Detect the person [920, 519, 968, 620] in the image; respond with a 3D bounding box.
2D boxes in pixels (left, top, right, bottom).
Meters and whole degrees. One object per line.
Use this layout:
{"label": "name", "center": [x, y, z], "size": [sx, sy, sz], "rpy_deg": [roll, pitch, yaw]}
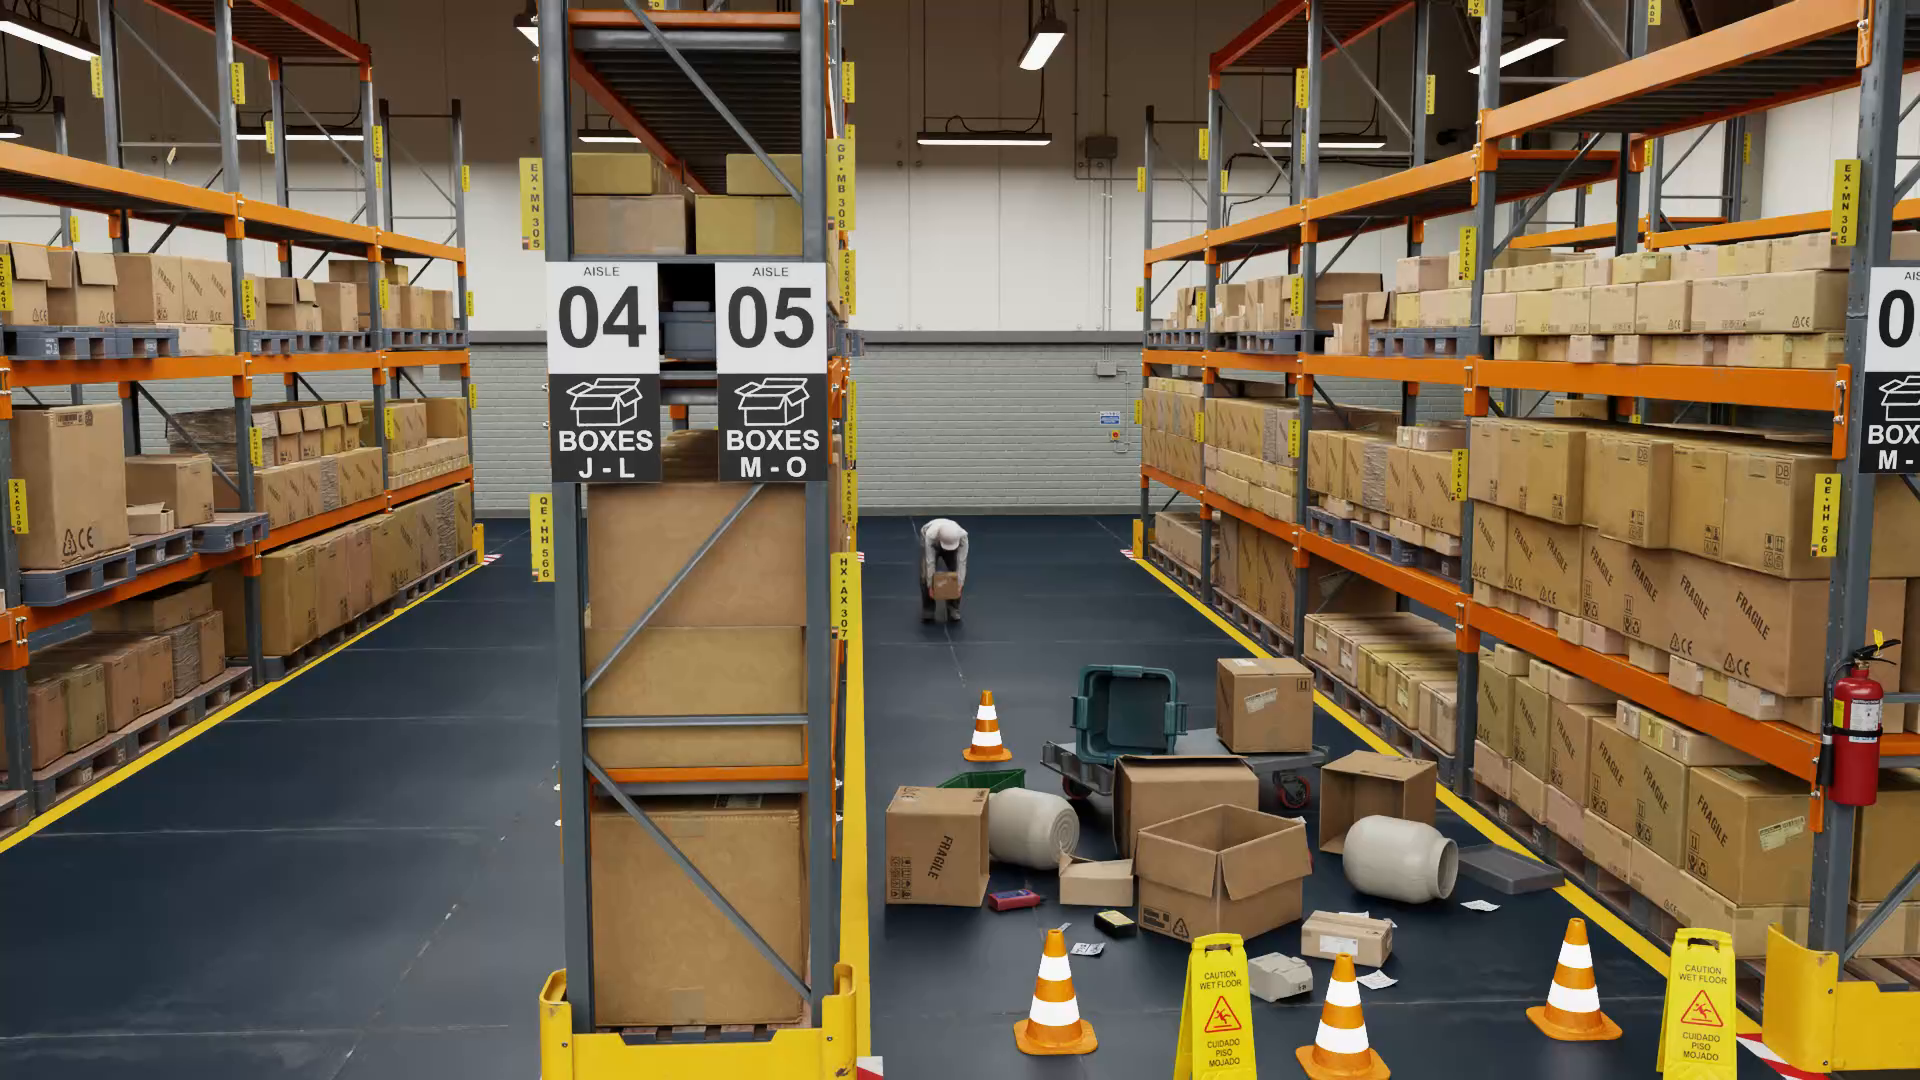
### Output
{"label": "person", "center": [-0.170, 0.315, 17.378], "size": [0.491, 1.089, 0.996], "rpy_deg": [-1, 7, -7]}
